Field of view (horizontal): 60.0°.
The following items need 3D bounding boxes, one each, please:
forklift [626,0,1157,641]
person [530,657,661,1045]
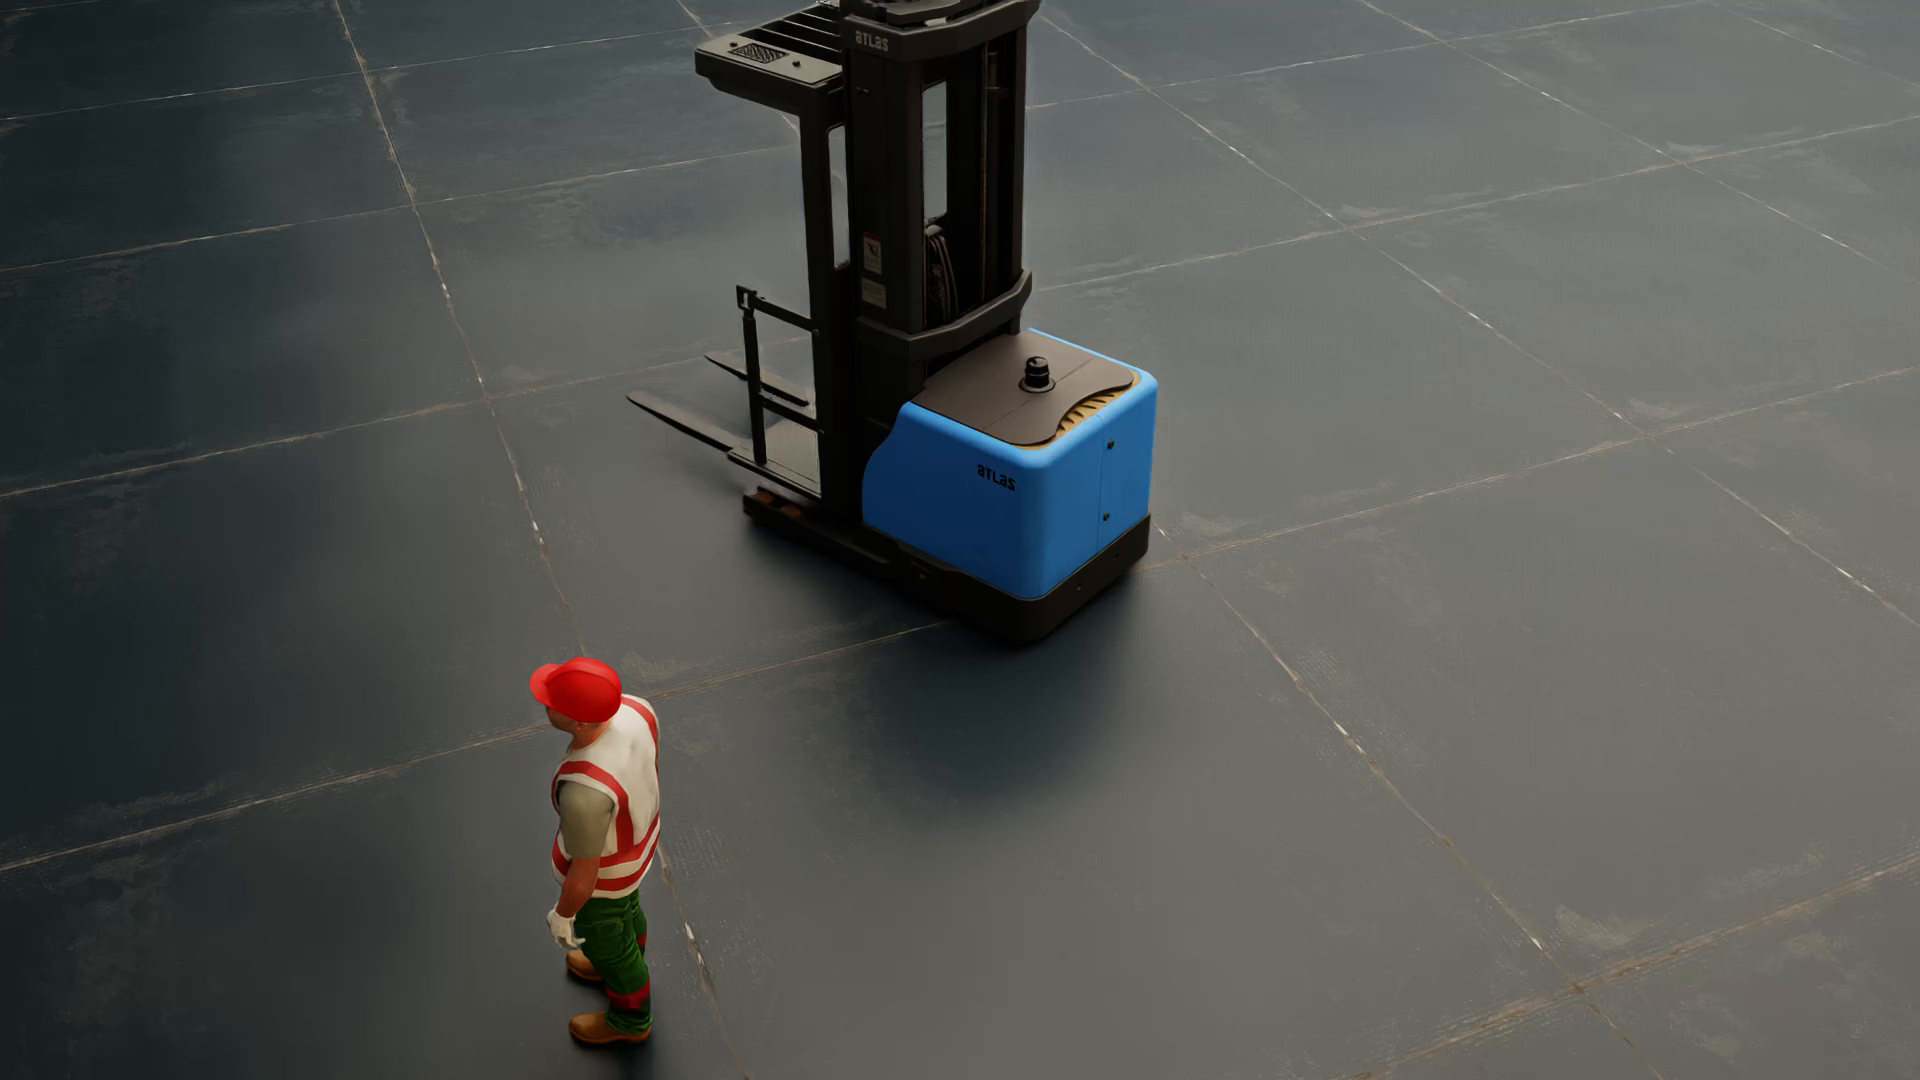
[{"bbox_3d":[-0.509,-1.425,8.103,3.031,2.935,1.130,25,43,31],"label":"forklift"},{"bbox_3d":[-1.267,1.054,5.591,0.564,1.790,0.648,7,36,9],"label":"person"}]
